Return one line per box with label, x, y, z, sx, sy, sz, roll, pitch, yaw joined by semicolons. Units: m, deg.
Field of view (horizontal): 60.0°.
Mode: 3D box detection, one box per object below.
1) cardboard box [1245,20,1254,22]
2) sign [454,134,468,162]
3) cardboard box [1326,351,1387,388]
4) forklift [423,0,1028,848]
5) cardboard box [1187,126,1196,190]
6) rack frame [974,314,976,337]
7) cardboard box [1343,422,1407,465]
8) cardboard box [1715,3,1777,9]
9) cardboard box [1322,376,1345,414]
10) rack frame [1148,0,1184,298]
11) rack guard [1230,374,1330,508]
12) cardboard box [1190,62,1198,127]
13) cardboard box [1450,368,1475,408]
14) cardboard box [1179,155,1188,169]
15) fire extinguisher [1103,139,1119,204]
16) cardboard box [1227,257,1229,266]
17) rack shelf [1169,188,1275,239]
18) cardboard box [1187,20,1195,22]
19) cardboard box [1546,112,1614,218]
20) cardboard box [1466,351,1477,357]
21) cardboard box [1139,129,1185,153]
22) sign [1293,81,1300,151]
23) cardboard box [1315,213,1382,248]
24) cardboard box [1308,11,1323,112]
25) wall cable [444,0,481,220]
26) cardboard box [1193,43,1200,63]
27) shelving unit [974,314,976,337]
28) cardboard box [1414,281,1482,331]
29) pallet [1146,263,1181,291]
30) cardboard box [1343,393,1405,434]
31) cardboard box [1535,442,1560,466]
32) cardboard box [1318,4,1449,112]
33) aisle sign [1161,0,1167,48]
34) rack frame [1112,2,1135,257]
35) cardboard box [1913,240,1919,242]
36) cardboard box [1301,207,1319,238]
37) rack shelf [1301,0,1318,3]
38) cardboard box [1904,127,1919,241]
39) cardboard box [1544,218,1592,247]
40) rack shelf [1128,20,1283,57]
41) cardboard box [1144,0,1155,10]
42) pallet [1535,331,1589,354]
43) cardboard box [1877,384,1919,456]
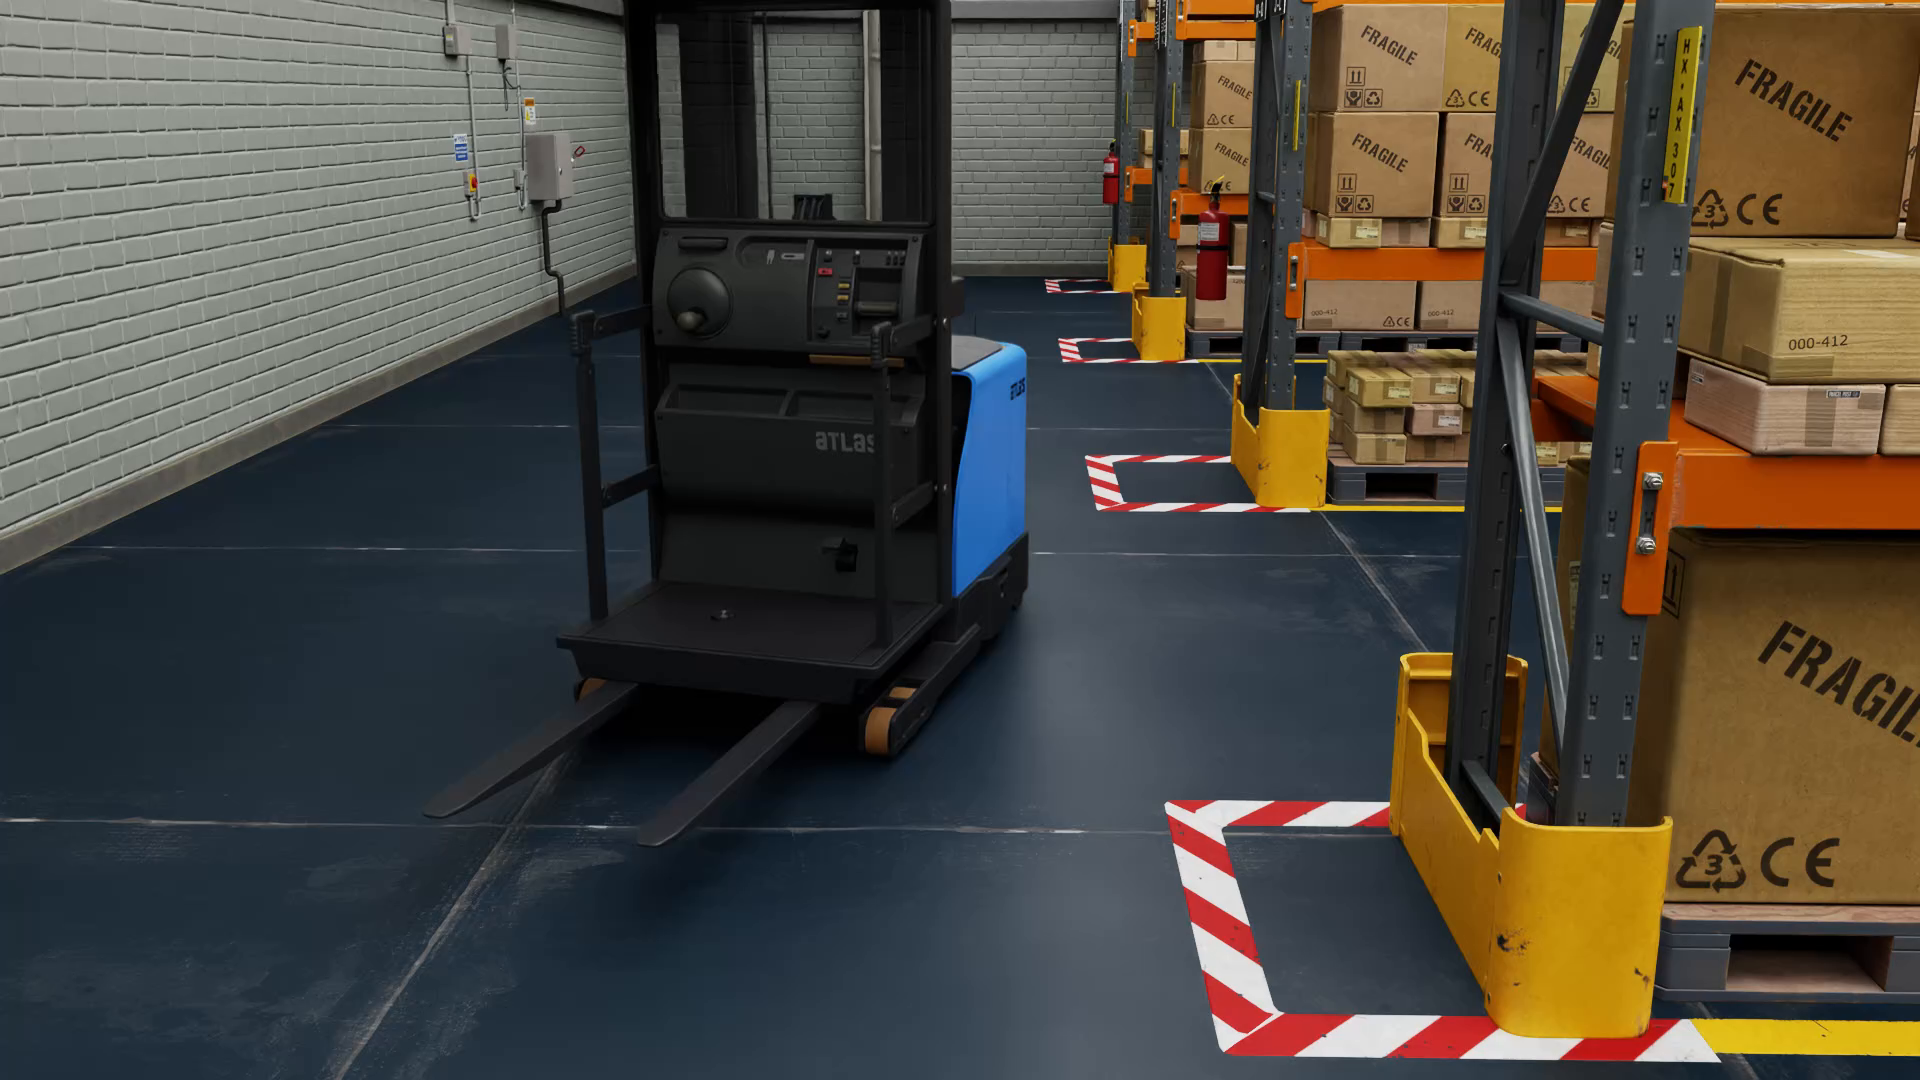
cardboard box;3.122;-5.531;17.537;0.250;0.149;0.380;0;15;1
sign;-4.041;-3.176;13.469;0.001;0.218;0.327;0;15;1
cardboard box;2.169;-0.937;9.111;0.250;0.149;0.380;1;15;2
forklift;-0.633;-0.840;5.280;1.130;2.935;3.031;4;15;16
cardboard box;2.148;-3.139;13.663;0.500;0.500;0.500;0;15;2
rack frame;0.068;-0.507;7.704;0.008;1.050;0.200;0;15;1
cardboard box;2.149;-0.503;8.632;0.250;0.149;0.380;1;15;3
cardboard box;3.609;-2.355;8.149;0.500;0.500;0.500;0;15;0
cardboard box;2.168;-0.801;9.179;0.250;0.149;0.380;0;15;0
rack frame;1.659;-3.027;13.432;0.127;3.000;1.000;0;15;1
rack guard;1.710;-0.554;8.961;0.348;0.500;1.175;0;15;1
cardboard box;2.147;-3.616;13.510;0.500;0.500;0.500;1;15;3
cardboard box;2.676;-0.780;8.517;0.250;0.149;0.380;0;15;1
cardboard box;2.359;-4.109;18.027;0.250;0.149;0.380;1;15;3
fire extinguisher;1.623;-3.958;17.844;0.183;0.674;0.296;0;15;1
cardboard box;2.815;-3.076;18.385;0.250;0.149;0.380;0;15;-1
rack shelf;3.658;-2.666;13.474;4.000;0.370;1.077;0;15;1
cardboard box;2.357;-5.565;17.665;0.250;0.149;0.380;1;15;2
cardboard box;3.100;-1.879;8.303;0.500;0.500;0.500;1;15;2
cardboard box;2.938;-0.934;9.098;0.250;0.149;0.380;0;15;-1
cardboard box;2.249;-4.428;18.456;0.500;0.250;0.500;1;15;3
sign;1.620;-2.044;8.010;0.005;0.325;0.100;0;15;1
cardboard box;1.949;-1.556;8.352;0.250;0.149;0.380;0;15;1
cardboard box;2.097;-2.500;8.695;0.500;0.500;0.500;0;15;0
wall cable;-3.979;-3.564;13.415;0.123;1.953;0.585;0;15;1
cardboard box;2.023;-3.921;13.393;0.250;0.149;0.380;1;15;2
shelving unit;-0.054;-0.508;7.707;0.252;1.050;0.215;0;15;1
cardboard box;4.138;-2.002;13.747;0.875;0.438;0.875;0;15;0
pallet;2.655;-2.939;18.565;1.213;0.211;1.003;0;15;1
cardboard box;2.151;-0.663;8.656;0.250;0.149;0.380;1;15;4
cardboard box;2.914;-0.493;8.593;0.250;0.149;0.380;1;15;2
cardboard box;2.076;-2.369;8.199;0.500;0.500;0.500;0;15;1
aisle sign;1.580;-4.210;12.821;0.004;0.787;0.394;0;15;1
rack frame;1.782;-4.292;18.230;0.127;3.000;1.000;0;15;1
cardboard box;2.399;-0.497;3.555;0.500;0.250;0.500;0;15;1
cardboard box;1.967;-1.712;8.942;0.250;0.149;0.380;0;15;1
rack shelf;3.633;-2.853;8.304;4.000;0.370;1.077;0;15;1
cardboard box;2.379;-0.858;3.453;0.500;0.500;0.500;0;15;0
cardboard box;3.005;-1.575;8.423;0.250;0.149;0.380;0;15;1
rack shelf;3.781;-5.382;17.889;4.000;0.370;1.077;0;15;1
cardboard box;2.219;-5.742;17.553;0.500;0.250;0.500;0;15;1
pallet;4.899;-1.677;13.783;1.213;0.211;1.003;0;15;1
cardboard box;2.009;-0.290;3.552;0.250;0.149;0.380;0;15;1
